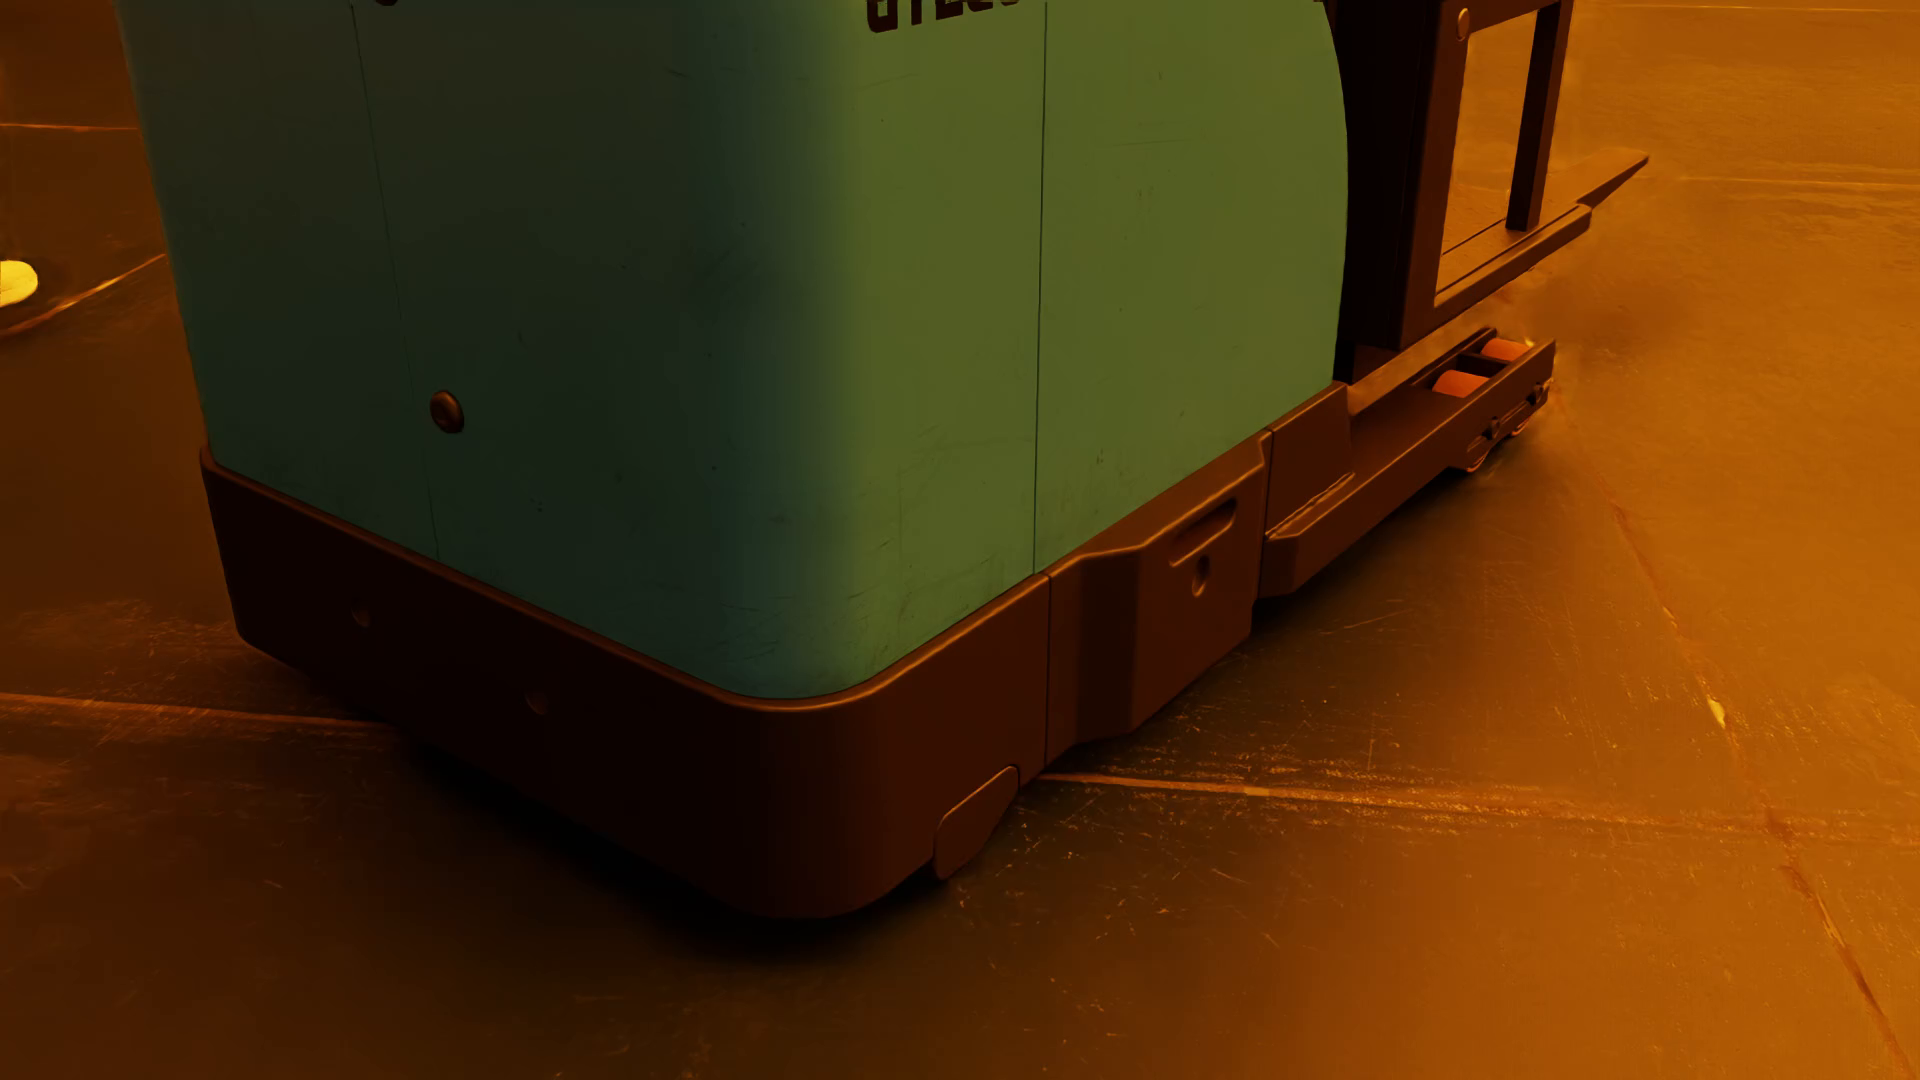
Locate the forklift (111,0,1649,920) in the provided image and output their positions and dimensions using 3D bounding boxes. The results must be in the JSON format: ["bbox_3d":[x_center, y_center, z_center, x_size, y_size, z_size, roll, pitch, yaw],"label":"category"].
[{"bbox_3d":[0.365,-1.540,2.303,1.130,2.935,3.031,19,32,33],"label":"forklift"}]

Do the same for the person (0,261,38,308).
[{"bbox_3d":[-2.290,-1.061,2.775,1.002,1.610,0.705,1,27,2],"label":"person"}]
